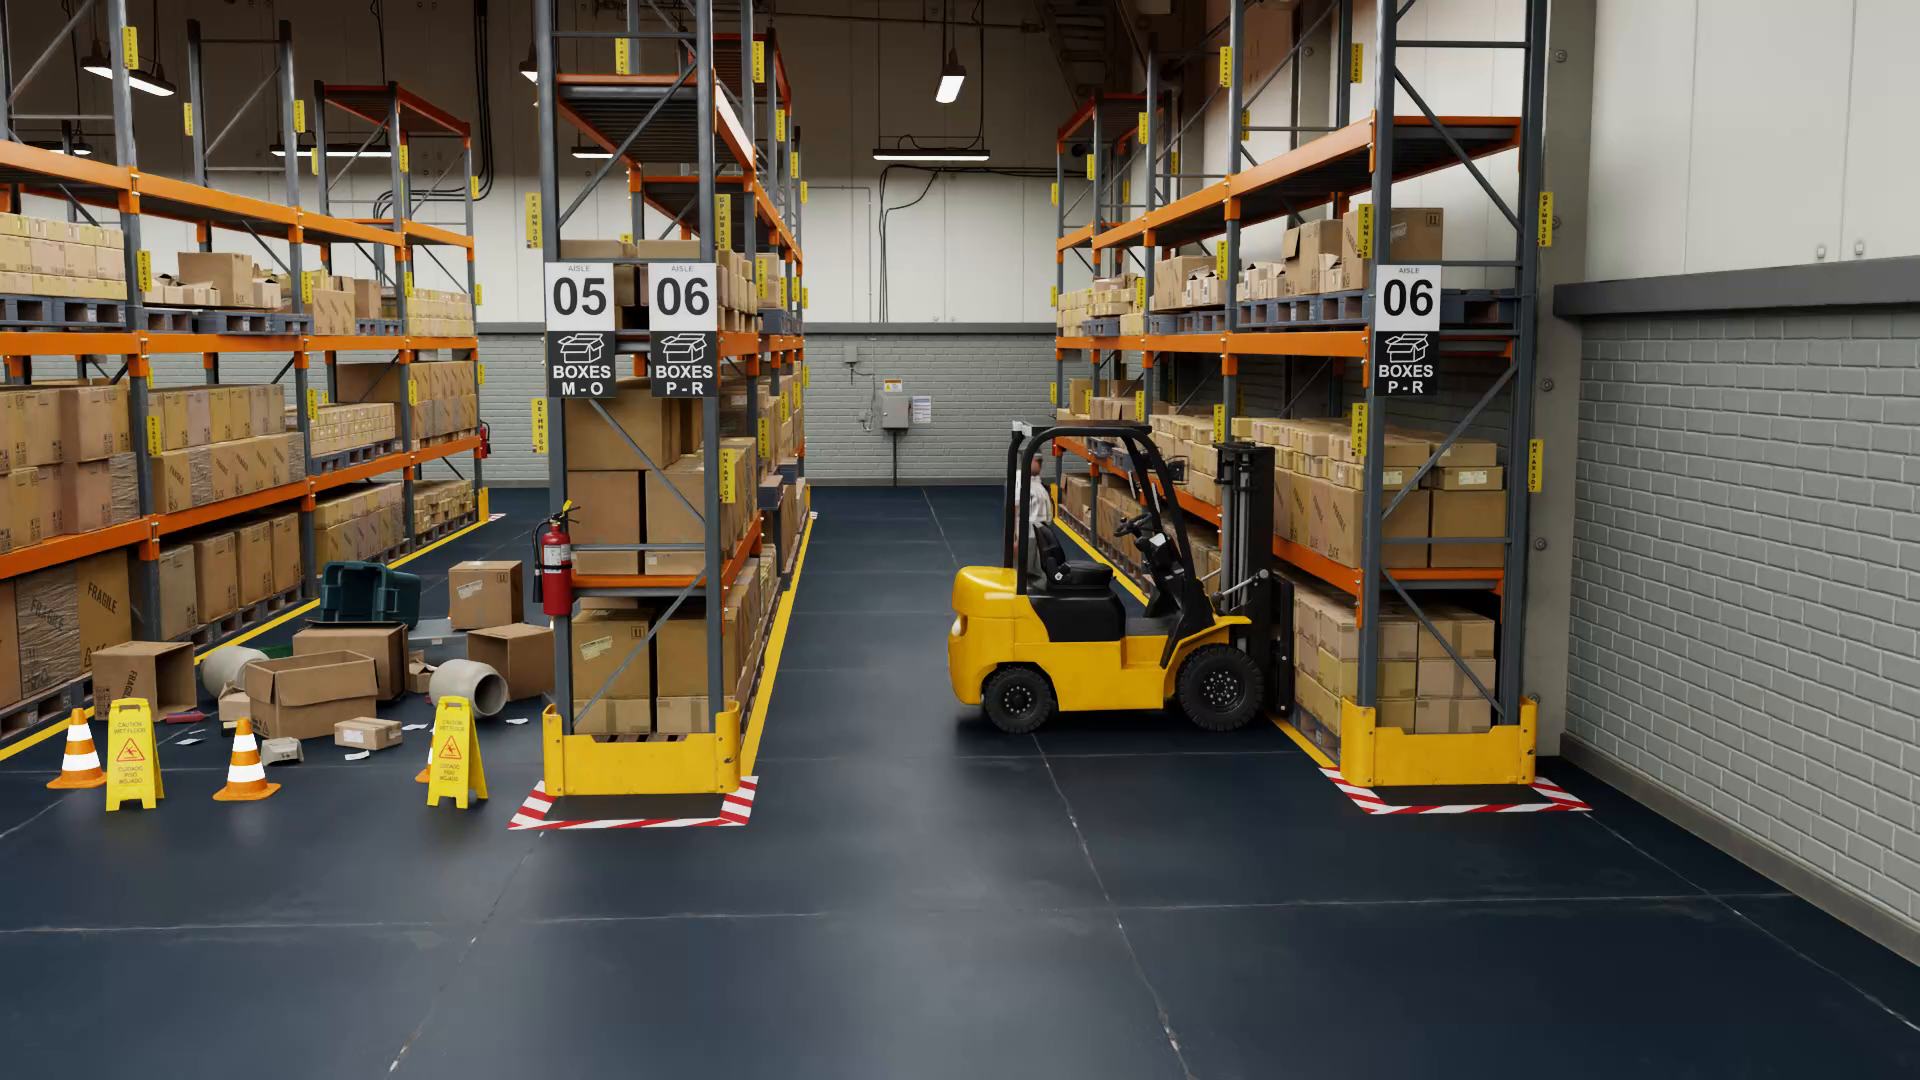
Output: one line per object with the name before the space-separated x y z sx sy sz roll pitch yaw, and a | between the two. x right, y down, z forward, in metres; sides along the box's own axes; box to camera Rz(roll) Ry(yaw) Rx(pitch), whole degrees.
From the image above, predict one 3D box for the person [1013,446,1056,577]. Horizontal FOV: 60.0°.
person | 0.763 0.015 15.689 0.602 1.788 0.574 4 8 28
